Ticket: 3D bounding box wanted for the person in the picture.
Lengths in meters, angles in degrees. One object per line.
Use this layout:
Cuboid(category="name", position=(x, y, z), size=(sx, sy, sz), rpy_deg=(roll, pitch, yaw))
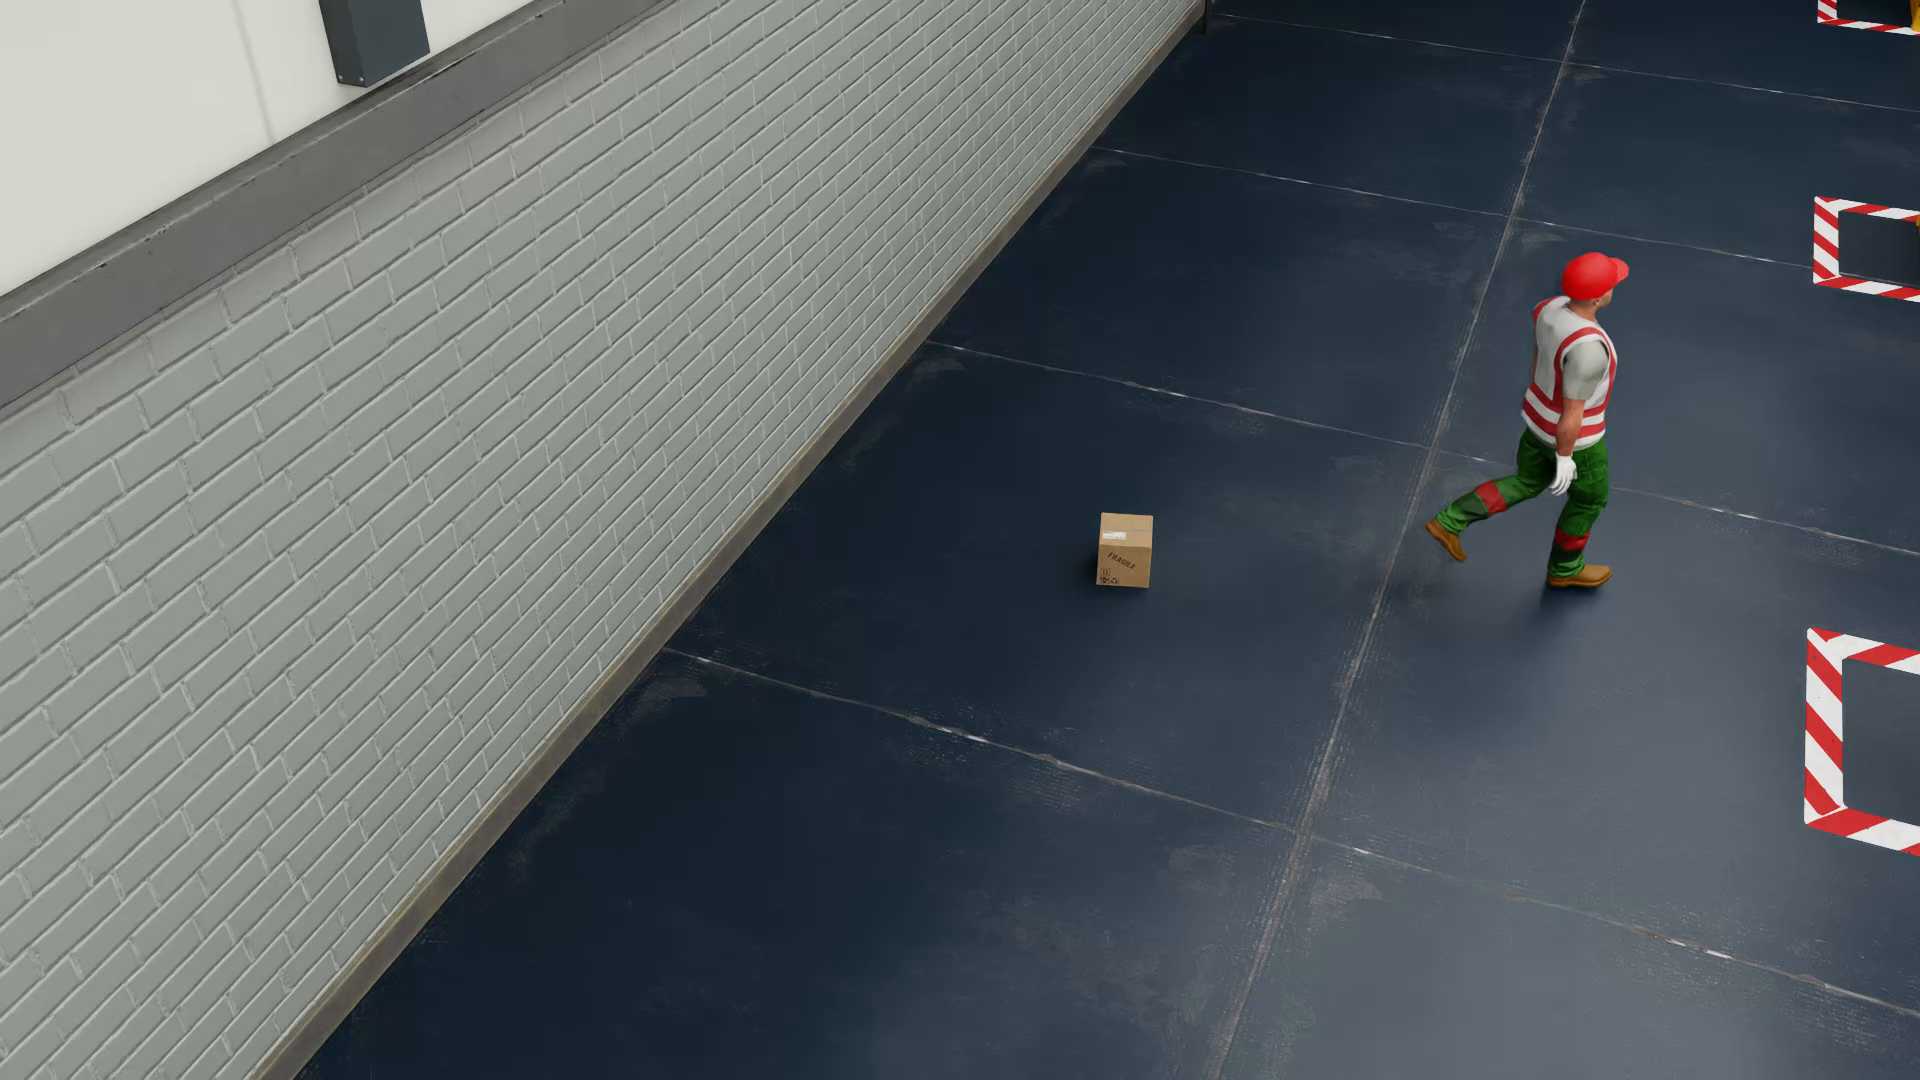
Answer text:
Cuboid(category="person", position=(2.658, -0.512, 7.470), size=(0.892, 1.756, 0.574), rpy_deg=(-5, 37, -7))
